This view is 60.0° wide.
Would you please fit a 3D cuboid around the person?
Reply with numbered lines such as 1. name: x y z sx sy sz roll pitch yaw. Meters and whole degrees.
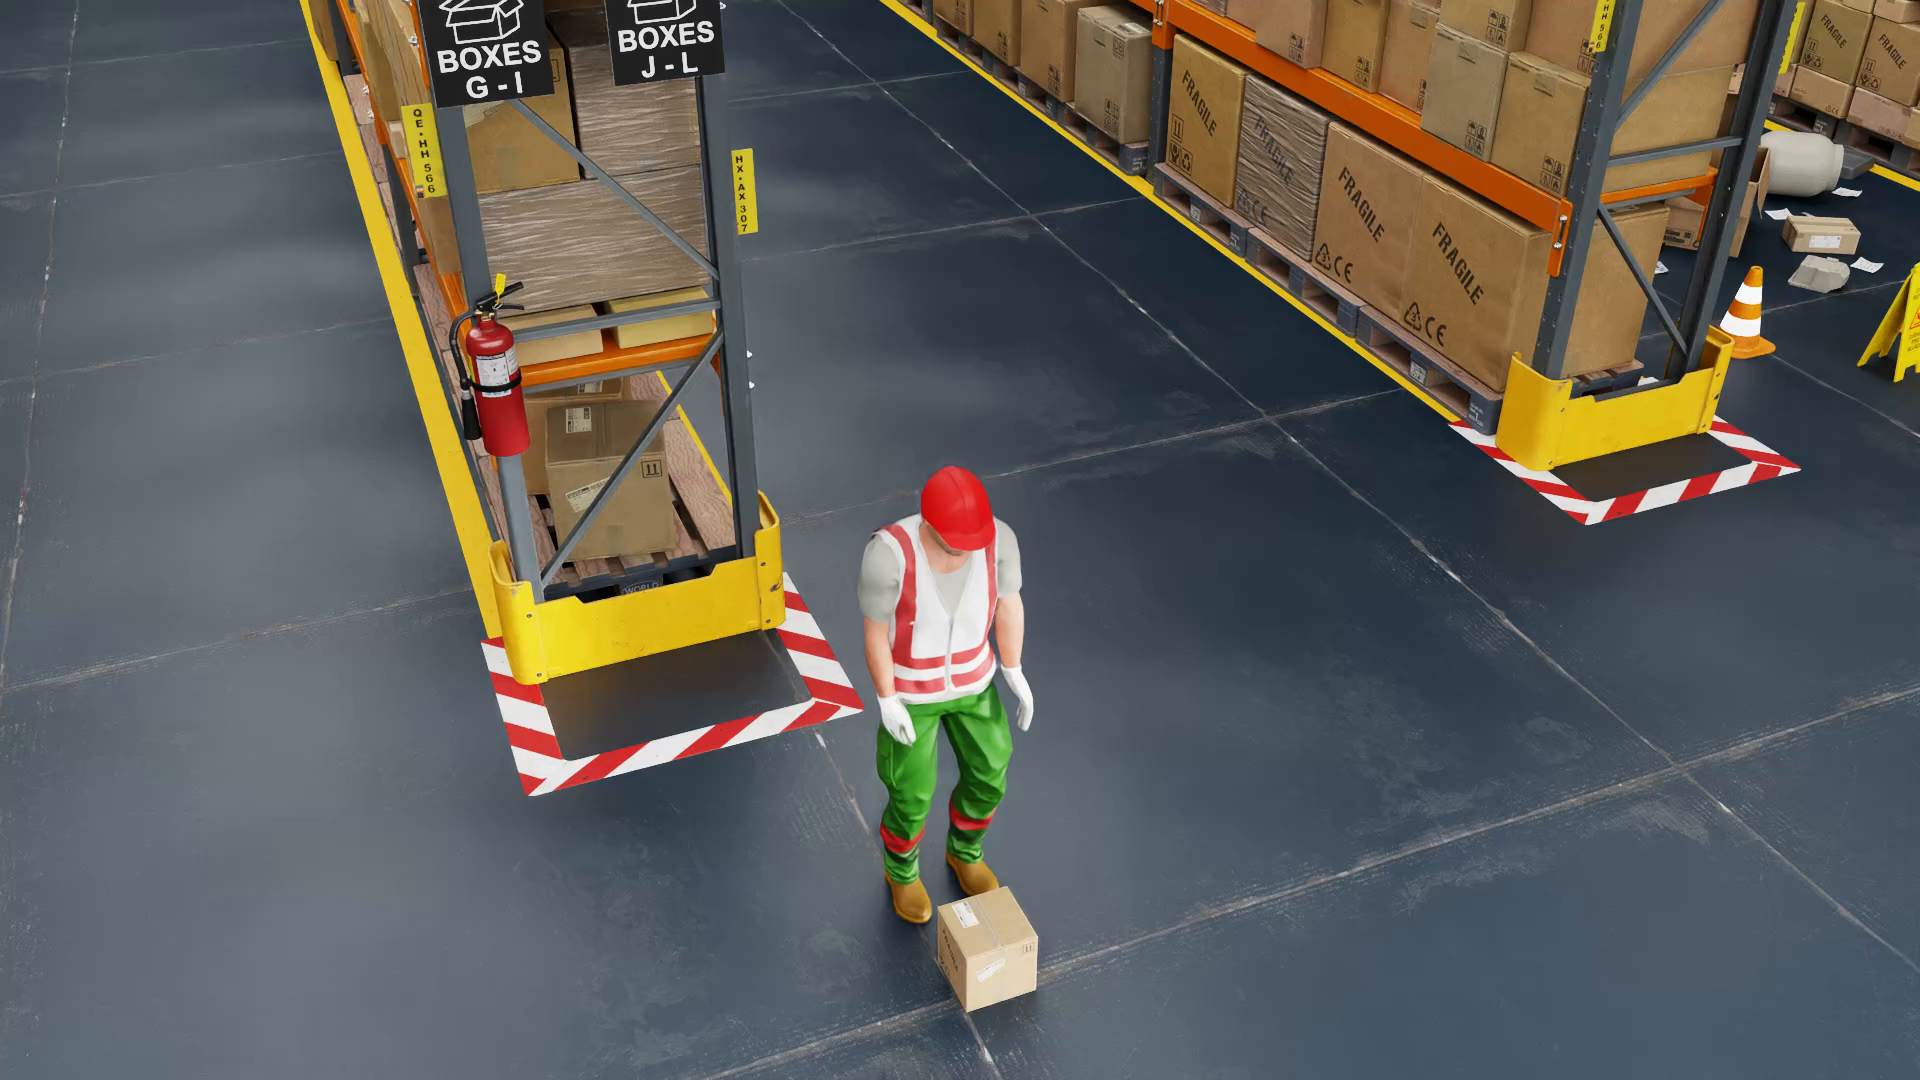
1. person: -0.040 0.490 5.413 0.541 1.745 0.443 -12 35 -18
